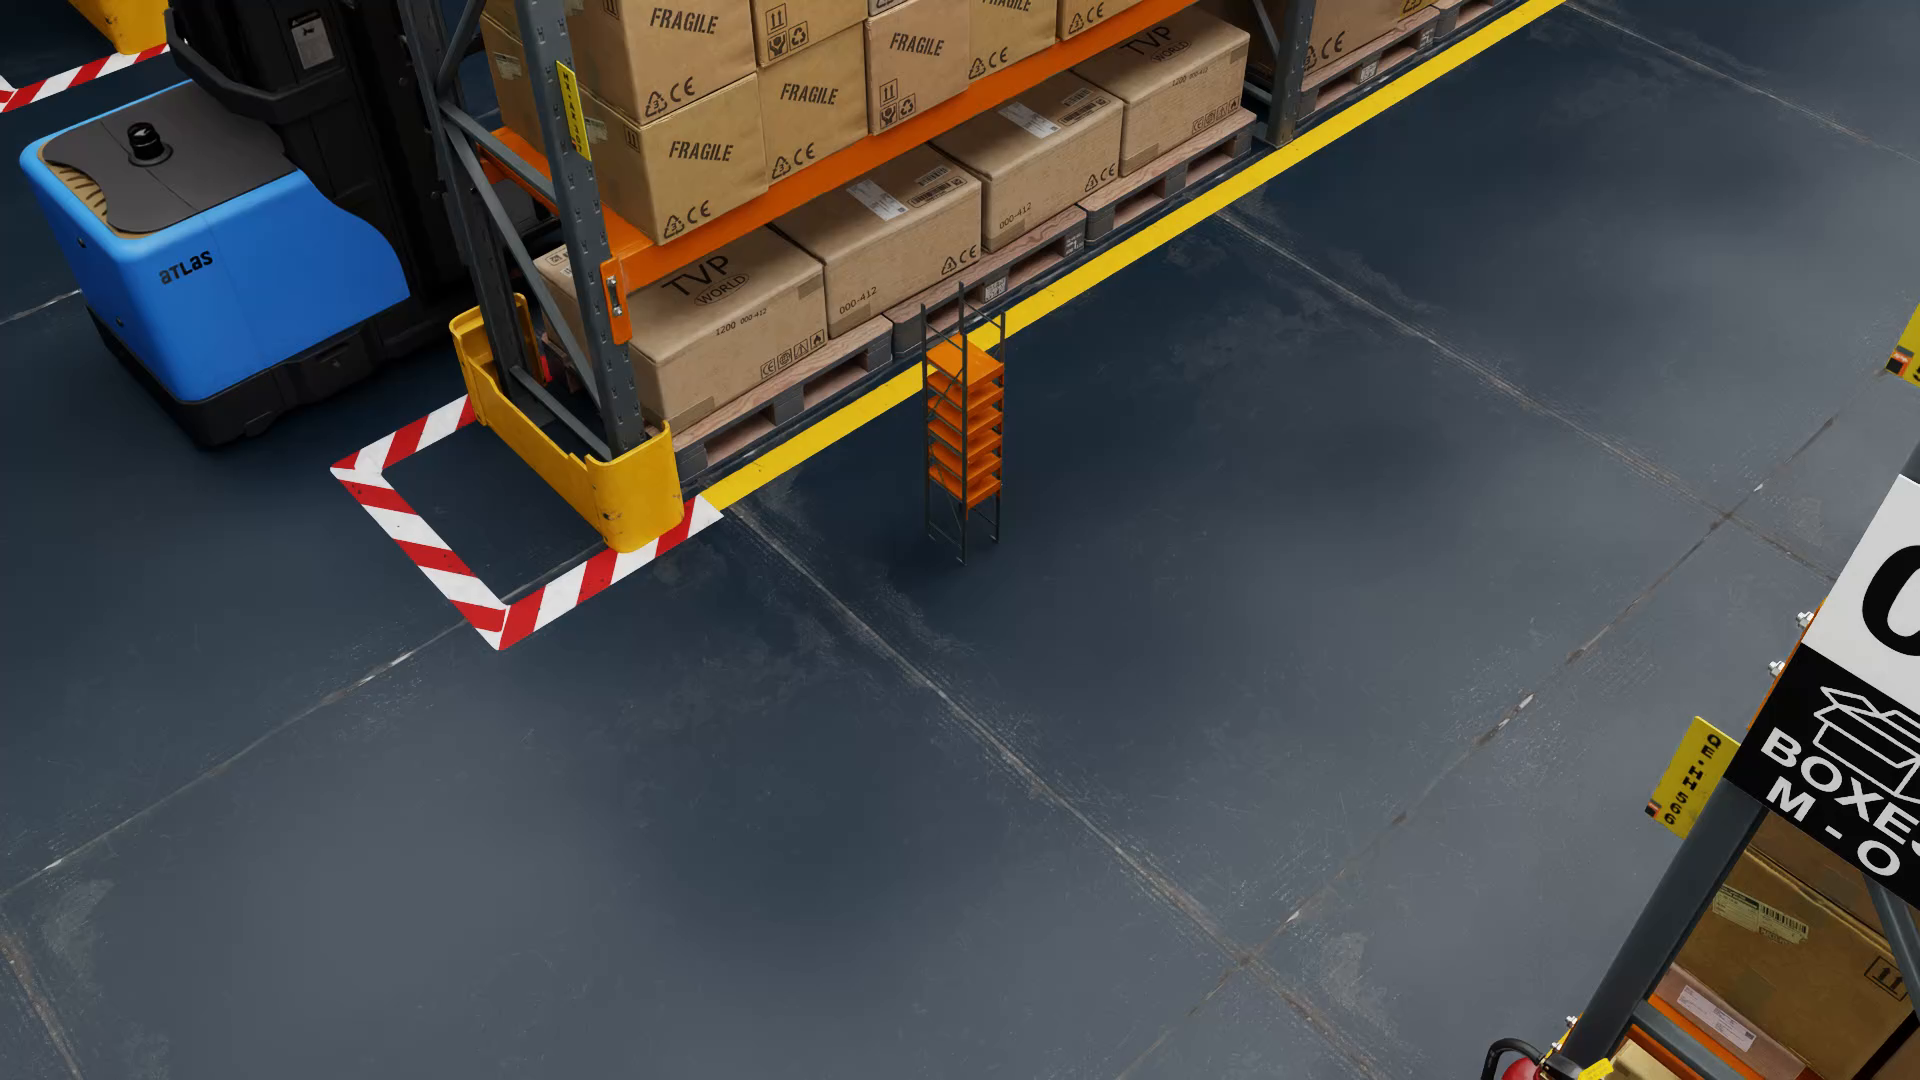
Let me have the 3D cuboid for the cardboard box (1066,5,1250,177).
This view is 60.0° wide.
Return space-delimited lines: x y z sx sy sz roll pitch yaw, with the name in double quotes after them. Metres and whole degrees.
0.816 -2.356 8.341 0.875 0.438 0.875 -35 56 -28 "cardboard box"

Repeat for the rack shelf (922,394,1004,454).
0.011 -0.465 6.260 0.180 0.103 0.258 -34 56 -27 "rack shelf"

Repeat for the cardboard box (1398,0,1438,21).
2.420 -3.557 9.151 0.875 0.875 0.875 -32 55 -26 "cardboard box"

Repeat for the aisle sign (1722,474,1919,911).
1.542 0.276 2.685 0.004 0.787 0.394 -34 56 -27 "aisle sign"

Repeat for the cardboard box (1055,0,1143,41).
0.442 -2.486 6.935 0.500 0.500 0.500 -35 56 -28 "cardboard box"

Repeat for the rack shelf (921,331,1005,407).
0.011 -0.628 6.084 0.180 0.103 0.258 -34 56 -27 "rack shelf"

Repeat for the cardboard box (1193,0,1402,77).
1.757 -3.107 8.735 0.875 0.875 0.875 -32 55 -26 "cardboard box"

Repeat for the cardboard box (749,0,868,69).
-0.683 -2.072 5.872 0.500 0.500 0.500 -35 56 -28 "cardboard box"

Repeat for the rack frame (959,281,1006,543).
0.078 -0.459 6.357 0.006 1.200 0.240 -34 56 -27 "rack frame"

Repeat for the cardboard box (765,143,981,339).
-0.515 -1.468 7.521 0.875 0.438 0.875 -32 55 -26 "cardboard box"

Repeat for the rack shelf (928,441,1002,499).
0.011 -0.303 6.436 0.180 0.103 0.258 -34 56 -27 "rack shelf"

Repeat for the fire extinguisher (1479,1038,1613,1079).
1.301 1.311 3.806 0.183 0.674 0.296 -34 56 -27 "fire extinguisher"

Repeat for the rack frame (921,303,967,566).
-0.057 -0.369 6.274 0.006 1.200 0.240 -34 56 -27 "rack frame"

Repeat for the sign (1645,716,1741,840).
1.439 0.473 3.269 0.005 0.325 0.100 -34 56 -27 "sign"

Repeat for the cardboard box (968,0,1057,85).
0.044 -2.236 6.704 0.500 0.500 0.500 -32 55 -26 "cardboard box"

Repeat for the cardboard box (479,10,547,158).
-1.428 -1.773 6.277 0.500 0.500 0.500 -33 56 -27 "cardboard box"

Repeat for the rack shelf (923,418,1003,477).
0.011 -0.384 6.348 0.180 0.103 0.258 -34 56 -27 "rack shelf"

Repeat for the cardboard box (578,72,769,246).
-1.059 -1.472 5.999 0.500 0.500 0.500 -34 56 -27 "cardboard box"

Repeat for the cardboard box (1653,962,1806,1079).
1.849 1.055 3.906 0.250 0.149 0.380 -34 56 -27 "cardboard box"

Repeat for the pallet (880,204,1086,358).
-0.166 -1.449 7.944 1.213 0.211 1.003 -34 56 -27 "pallet"

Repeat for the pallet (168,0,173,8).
-4.304 -3.541 9.874 1.213 0.211 1.003 -34 56 -27 "pallet"

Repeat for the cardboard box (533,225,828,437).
-1.186 -1.011 7.100 0.875 0.438 0.875 -36 57 -28 "cardboard box"

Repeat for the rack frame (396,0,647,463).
-1.607 -1.357 5.961 0.127 3.000 1.000 -34 56 -27 "rack frame"

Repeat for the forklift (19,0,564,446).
-2.441 -2.357 6.930 3.031 2.935 1.130 -35 56 -28 "forklift"

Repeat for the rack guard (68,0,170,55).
-4.893 -3.244 9.403 0.348 0.500 1.175 -34 56 -27 "rack guard"

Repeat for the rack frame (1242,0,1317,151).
1.352 -3.335 7.786 0.127 3.000 1.000 -34 56 -27 "rack frame"

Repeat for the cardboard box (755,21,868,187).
-0.703 -1.737 6.244 0.500 0.500 0.500 -35 56 -28 "cardboard box"

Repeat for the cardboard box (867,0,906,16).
-0.307 -2.330 6.111 0.500 0.500 0.500 -34 56 -27 "cardboard box"

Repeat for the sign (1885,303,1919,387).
1.439 -0.344 2.383 0.005 0.325 0.100 -34 56 -27 "sign"

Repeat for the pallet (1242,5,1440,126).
1.873 -2.811 9.200 1.213 0.211 1.003 -34 56 -27 "pallet"

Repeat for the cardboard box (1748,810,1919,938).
1.969 0.449 3.344 0.500 0.500 0.500 -35 56 -28 "cardboard box"

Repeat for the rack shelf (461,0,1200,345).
-0.127 -2.102 7.138 4.000 0.370 1.077 -34 56 -27 "rack shelf"

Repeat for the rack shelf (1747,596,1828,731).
3.277 -0.477 3.598 4.000 0.370 1.077 -34 56 -27 "rack shelf"

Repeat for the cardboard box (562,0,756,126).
-1.060 -1.812 5.633 0.500 0.500 0.500 -35 56 -28 "cardboard box"

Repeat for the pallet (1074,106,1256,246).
0.737 -2.056 8.503 1.213 0.211 1.003 -34 56 -27 "pallet"

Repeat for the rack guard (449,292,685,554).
-1.625 -0.497 6.869 0.348 0.500 1.175 -34 56 -27 "rack guard"

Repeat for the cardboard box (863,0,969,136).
-0.315 -1.979 6.467 0.500 0.500 0.500 -34 56 -27 "cardboard box"

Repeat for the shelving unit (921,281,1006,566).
0.011 -0.414 6.316 0.189 1.200 0.258 -34 56 -27 "shelving unit"

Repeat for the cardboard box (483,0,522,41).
-1.411 -2.098 5.896 0.500 0.500 0.500 -32 55 -26 "cardboard box"

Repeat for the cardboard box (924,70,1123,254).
0.154 -1.913 7.932 0.875 0.438 0.875 -35 56 -28 "cardboard box"

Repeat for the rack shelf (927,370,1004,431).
0.011 -0.547 6.172 0.180 0.103 0.258 -34 56 -27 "rack shelf"

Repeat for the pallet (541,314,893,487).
-1.068 -0.849 7.390 1.213 0.211 1.003 -34 56 -27 "pallet"

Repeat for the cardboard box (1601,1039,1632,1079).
1.996 1.592 4.692 0.250 0.149 0.380 -35 56 -28 "cardboard box"

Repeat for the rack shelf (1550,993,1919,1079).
3.277 0.540 4.700 4.000 0.370 1.077 -34 56 -27 "rack shelf"

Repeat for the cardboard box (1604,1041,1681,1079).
2.019 1.508 4.567 0.250 0.149 0.380 -33 55 -27 "cardboard box"

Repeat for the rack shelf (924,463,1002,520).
0.011 -0.221 6.525 0.180 0.103 0.258 -34 56 -27 "rack shelf"

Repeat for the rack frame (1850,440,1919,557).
1.798 -0.750 1.319 0.127 3.000 1.000 -34 56 -27 "rack frame"

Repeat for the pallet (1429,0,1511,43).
2.776 -3.418 9.760 1.213 0.211 1.003 -34 56 -27 "pallet"

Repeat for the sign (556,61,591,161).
-1.238 -1.373 5.333 0.005 0.325 0.100 -34 56 -27 "sign"

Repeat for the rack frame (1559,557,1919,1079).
1.798 1.285 3.524 0.127 3.000 1.000 -34 56 -27 "rack frame"

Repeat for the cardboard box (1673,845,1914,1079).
1.957 0.788 3.712 0.500 0.500 0.500 -33 55 -26 "cardboard box"
